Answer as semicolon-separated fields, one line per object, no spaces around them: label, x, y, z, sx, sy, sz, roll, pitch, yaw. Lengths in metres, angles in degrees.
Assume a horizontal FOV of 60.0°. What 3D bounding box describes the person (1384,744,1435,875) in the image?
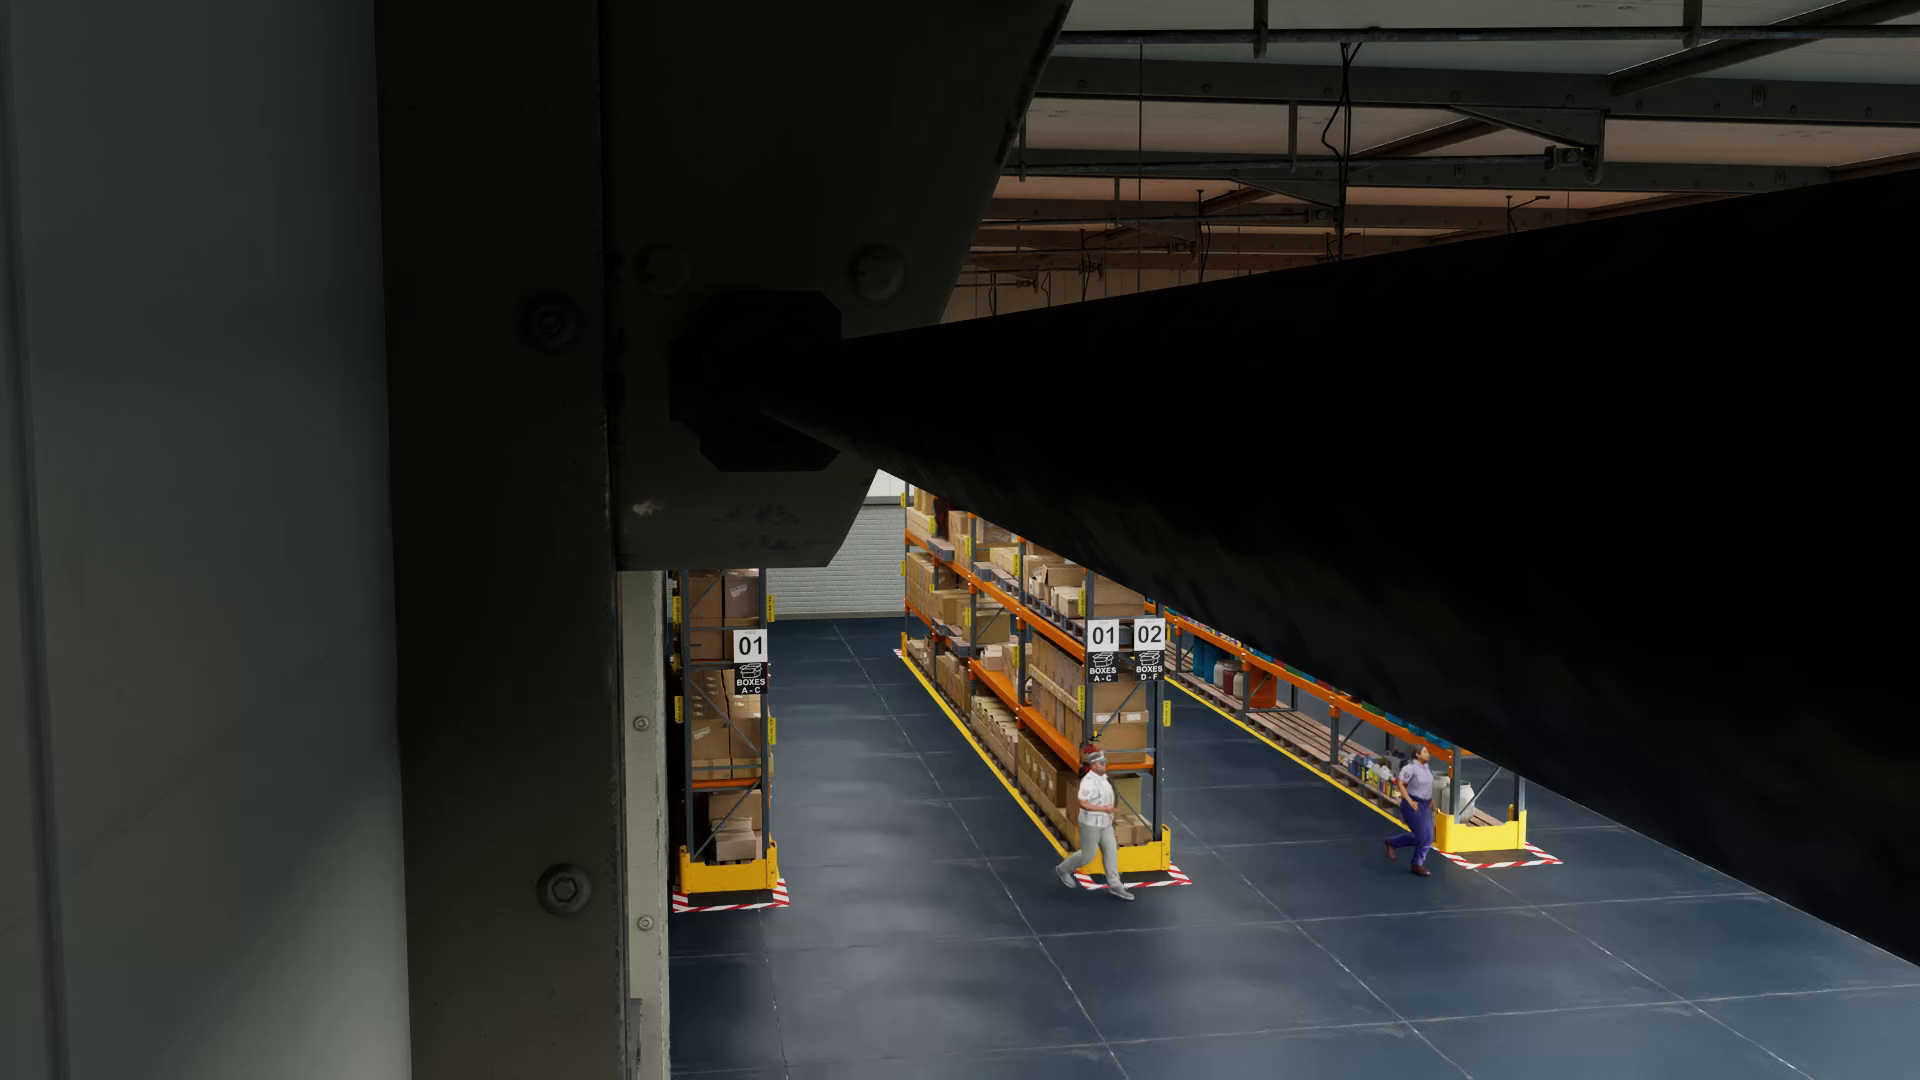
person;5.780;3.370;21.037;0.629;1.578;0.653;6;8;43

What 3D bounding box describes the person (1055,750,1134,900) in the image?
person;1.609;3.378;19.871;1.000;1.773;0.658;4;7;33
